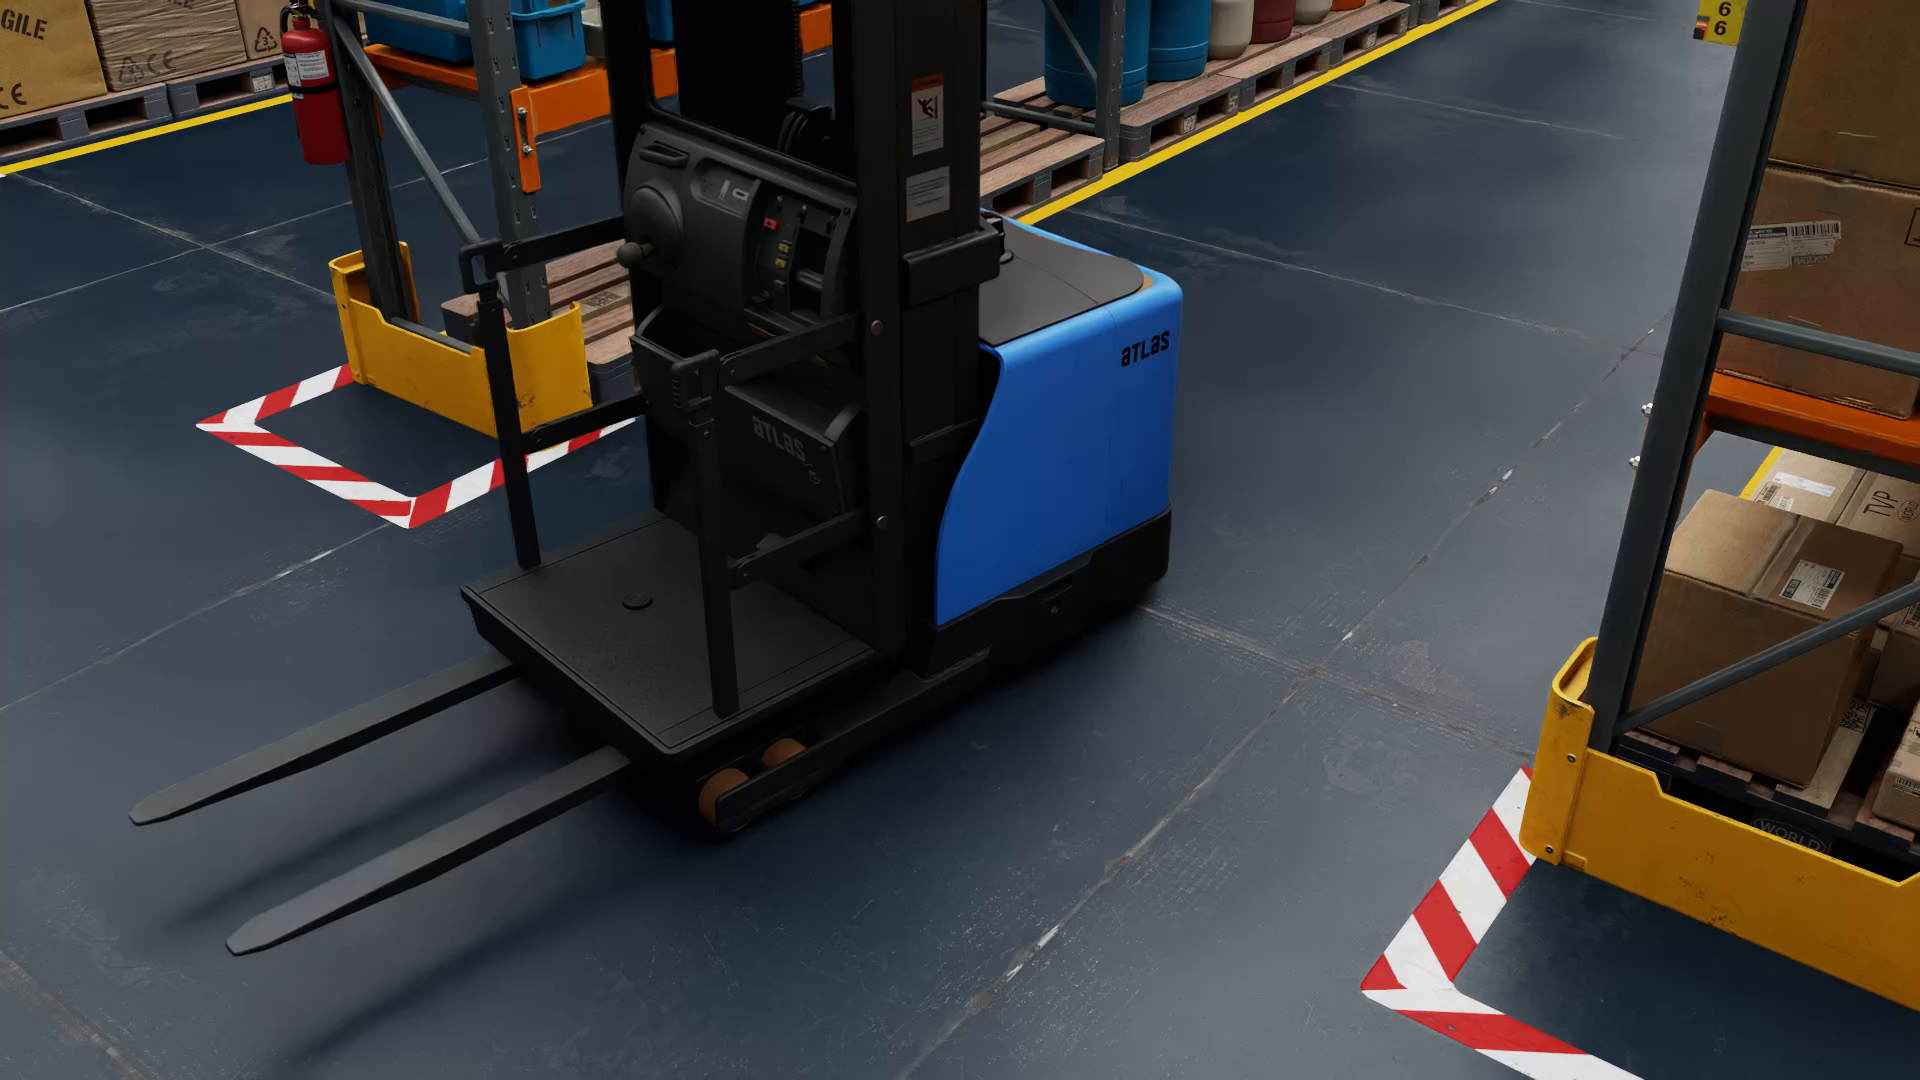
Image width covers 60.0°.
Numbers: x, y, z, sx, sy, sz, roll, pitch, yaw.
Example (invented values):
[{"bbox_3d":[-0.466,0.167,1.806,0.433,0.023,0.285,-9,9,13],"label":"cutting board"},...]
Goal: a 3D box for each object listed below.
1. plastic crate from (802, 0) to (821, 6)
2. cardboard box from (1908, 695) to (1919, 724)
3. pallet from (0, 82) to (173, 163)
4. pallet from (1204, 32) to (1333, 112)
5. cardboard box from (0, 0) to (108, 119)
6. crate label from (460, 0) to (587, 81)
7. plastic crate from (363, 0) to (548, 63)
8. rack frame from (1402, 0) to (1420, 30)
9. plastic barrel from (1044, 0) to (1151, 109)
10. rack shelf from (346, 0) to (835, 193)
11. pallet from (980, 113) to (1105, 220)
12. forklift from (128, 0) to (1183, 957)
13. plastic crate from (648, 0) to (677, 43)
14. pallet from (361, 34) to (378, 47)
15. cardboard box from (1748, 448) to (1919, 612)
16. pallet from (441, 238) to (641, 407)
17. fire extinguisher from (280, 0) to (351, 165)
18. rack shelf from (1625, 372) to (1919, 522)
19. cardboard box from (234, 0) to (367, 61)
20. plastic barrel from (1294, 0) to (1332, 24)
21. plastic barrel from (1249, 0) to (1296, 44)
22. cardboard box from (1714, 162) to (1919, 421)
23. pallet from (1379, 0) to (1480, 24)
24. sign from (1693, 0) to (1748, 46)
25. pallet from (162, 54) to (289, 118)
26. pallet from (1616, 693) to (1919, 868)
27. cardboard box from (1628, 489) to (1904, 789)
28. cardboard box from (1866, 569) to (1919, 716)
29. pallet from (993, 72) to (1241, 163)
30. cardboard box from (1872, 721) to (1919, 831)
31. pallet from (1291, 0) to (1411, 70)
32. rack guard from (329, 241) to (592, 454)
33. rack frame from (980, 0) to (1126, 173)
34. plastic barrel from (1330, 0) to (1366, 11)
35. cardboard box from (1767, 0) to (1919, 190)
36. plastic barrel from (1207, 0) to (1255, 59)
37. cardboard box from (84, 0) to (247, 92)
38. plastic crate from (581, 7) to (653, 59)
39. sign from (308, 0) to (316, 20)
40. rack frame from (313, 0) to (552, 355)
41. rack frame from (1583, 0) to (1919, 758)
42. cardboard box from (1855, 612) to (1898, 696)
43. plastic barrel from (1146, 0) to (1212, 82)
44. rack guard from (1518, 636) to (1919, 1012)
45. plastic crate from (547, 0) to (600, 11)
[{"bbox_3d":[-0.764,-2.356,6.888,0.416,0.233,0.300,21,37,31],"label":"plastic crate"},{"bbox_3d":[2.655,0.522,4.275,0.380,0.166,0.250,21,37,31],"label":"cardboard box"},{"bbox_3d":[-5.498,-2.541,9.831,1.003,0.211,1.213,21,37,31],"label":"pallet"},{"bbox_3d":[1.680,-3.093,10.762,1.003,0.211,1.213,21,37,31],"label":"pallet"},{"bbox_3d":[-5.596,-2.943,9.446,0.875,0.875,0.875,21,37,31],"label":"cardboard box"},{"bbox_3d":[-1.558,-1.821,5.985,0.416,0.233,0.303,21,37,31],"label":"crate label"},{"bbox_3d":[-1.917,-2.102,6.262,0.616,0.435,0.499,21,37,31],"label":"plastic crate"},{"bbox_3d":[2.859,-5.119,11.446,1.000,3.000,0.127,21,37,31],"label":"rack frame"},{"bbox_3d":[0.787,-2.987,9.495,0.600,0.901,0.708,21,37,31],"label":"plastic barrel"},{"bbox_3d":[-0.763,-2.371,7.514,1.077,0.370,4.000,21,37,31],"label":"rack shelf"},{"bbox_3d":[0.032,-1.983,8.889,1.003,0.211,1.213,21,37,31],"label":"pallet"},{"bbox_3d":[-0.743,-0.783,4.196,3.031,2.935,1.130,-25,39,-36],"label":"forklift"},{"bbox_3d":[-1.161,-2.088,6.437,0.416,0.233,0.300,21,37,31],"label":"plastic crate"},{"bbox_3d":[-4.026,-3.533,11.505,1.003,0.211,1.213,21,37,31],"label":"pallet"},{"bbox_3d":[2.706,-0.022,5.110,0.500,0.250,0.500,21,37,31],"label":"cardboard box"},{"bbox_3d":[-1.441,-0.991,7.216,1.003,0.211,1.213,21,37,31],"label":"pallet"},{"bbox_3d":[-2.423,-1.753,6.207,0.296,0.674,0.183,21,37,31],"label":"fire extinguisher"},{"bbox_3d":[3.184,-0.845,4.940,1.077,0.370,4.000,21,37,31],"label":"rack shelf"},{"bbox_3d":[-4.510,-3.675,10.681,0.875,0.875,0.875,21,37,31],"label":"cardboard box"},{"bbox_3d":[2.308,-3.769,11.195,0.421,0.512,0.421,0,31,0],"label":"plastic barrel"},{"bbox_3d":[1.896,-3.600,10.835,0.600,0.588,0.708,21,37,31],"label":"plastic barrel"},{"bbox_3d":[2.030,-0.651,3.808,0.500,0.500,0.500,22,37,33],"label":"cardboard box"},{"bbox_3d":[3.358,-4.223,12.668,1.003,0.211,1.213,21,37,31],"label":"pallet"},{"bbox_3d":[1.546,-1.155,3.311,0.100,0.325,0.005,21,37,31],"label":"sign"},{"bbox_3d":[-4.762,-3.035,10.664,1.003,0.211,1.213,21,37,31],"label":"pallet"},{"bbox_3d":[2.503,0.503,4.695,1.003,0.211,1.213,21,37,31],"label":"pallet"},{"bbox_3d":[2.109,0.248,4.410,0.500,0.500,0.500,21,37,31],"label":"cardboard box"},{"bbox_3d":[2.833,0.315,4.542,0.500,0.250,0.500,21,37,31],"label":"cardboard box"},{"bbox_3d":[0.944,-2.595,9.921,1.003,0.211,1.213,21,37,31],"label":"pallet"},{"bbox_3d":[2.504,0.631,4.108,0.380,0.149,0.250,21,37,31],"label":"cardboard box"},{"bbox_3d":[2.416,-3.587,11.595,1.003,0.211,1.213,21,37,31],"label":"pallet"},{"bbox_3d":[-1.974,-0.779,6.573,1.175,0.500,0.348,21,37,31],"label":"rack guard"},{"bbox_3d":[0.445,-3.494,8.703,1.000,3.000,0.127,21,37,31],"label":"rack frame"},{"bbox_3d":[2.577,-4.162,11.548,0.600,0.830,0.708,21,37,31],"label":"plastic barrel"},{"bbox_3d":[2.026,-1.080,3.552,0.500,0.500,0.500,21,36,31],"label":"cardboard box"},{"bbox_3d":[1.626,-3.310,10.421,0.421,0.512,0.421,0,31,0],"label":"plastic barrel"},{"bbox_3d":[-5.047,-3.313,10.071,0.875,0.875,0.875,21,37,31],"label":"cardboard box"},{"bbox_3d":[-1.299,-1.884,6.187,0.250,0.136,0.298,21,37,31],"label":"plastic crate"},{"bbox_3d":[-2.418,-2.101,6.192,0.100,0.325,0.005,21,37,31],"label":"sign"},{"bbox_3d":[-1.970,-1.868,5.959,1.000,3.000,0.127,21,37,31],"label":"rack frame"},{"bbox_3d":[1.977,-0.342,3.384,1.000,3.000,0.127,21,37,31],"label":"rack frame"},{"bbox_3d":[2.425,0.254,4.727,0.380,0.166,0.250,21,37,31],"label":"cardboard box"},{"bbox_3d":[1.214,-3.275,9.981,0.600,0.901,0.708,21,37,31],"label":"plastic barrel"},{"bbox_3d":[2.023,0.703,4.074,1.175,0.500,0.348,21,37,31],"label":"rack guard"},{"bbox_3d":[-1.622,-2.167,6.665,0.396,0.136,0.243,21,37,31],"label":"plastic crate"}]
